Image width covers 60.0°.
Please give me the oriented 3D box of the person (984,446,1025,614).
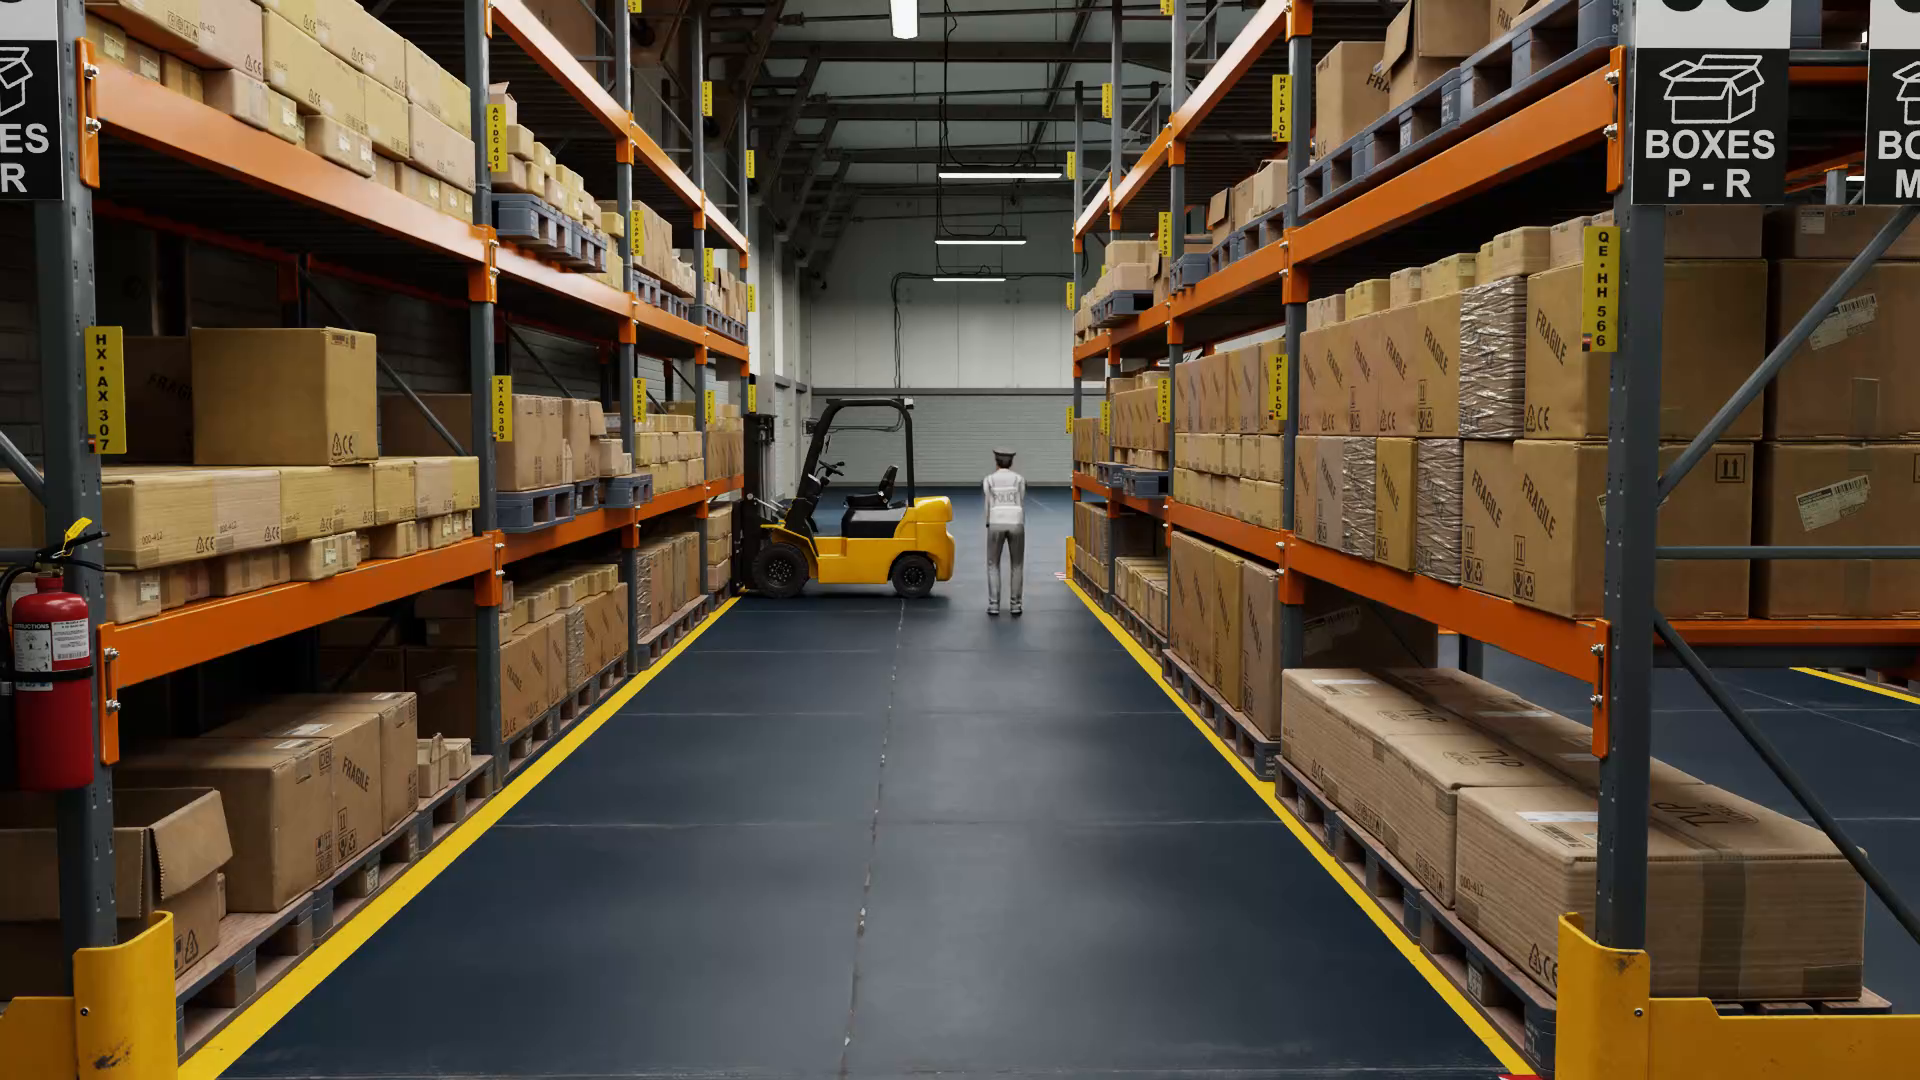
[{"bbox_3d":[0.438,-0.098,16.511,0.415,1.665,0.542,0,4,-2],"label":"person"}]
